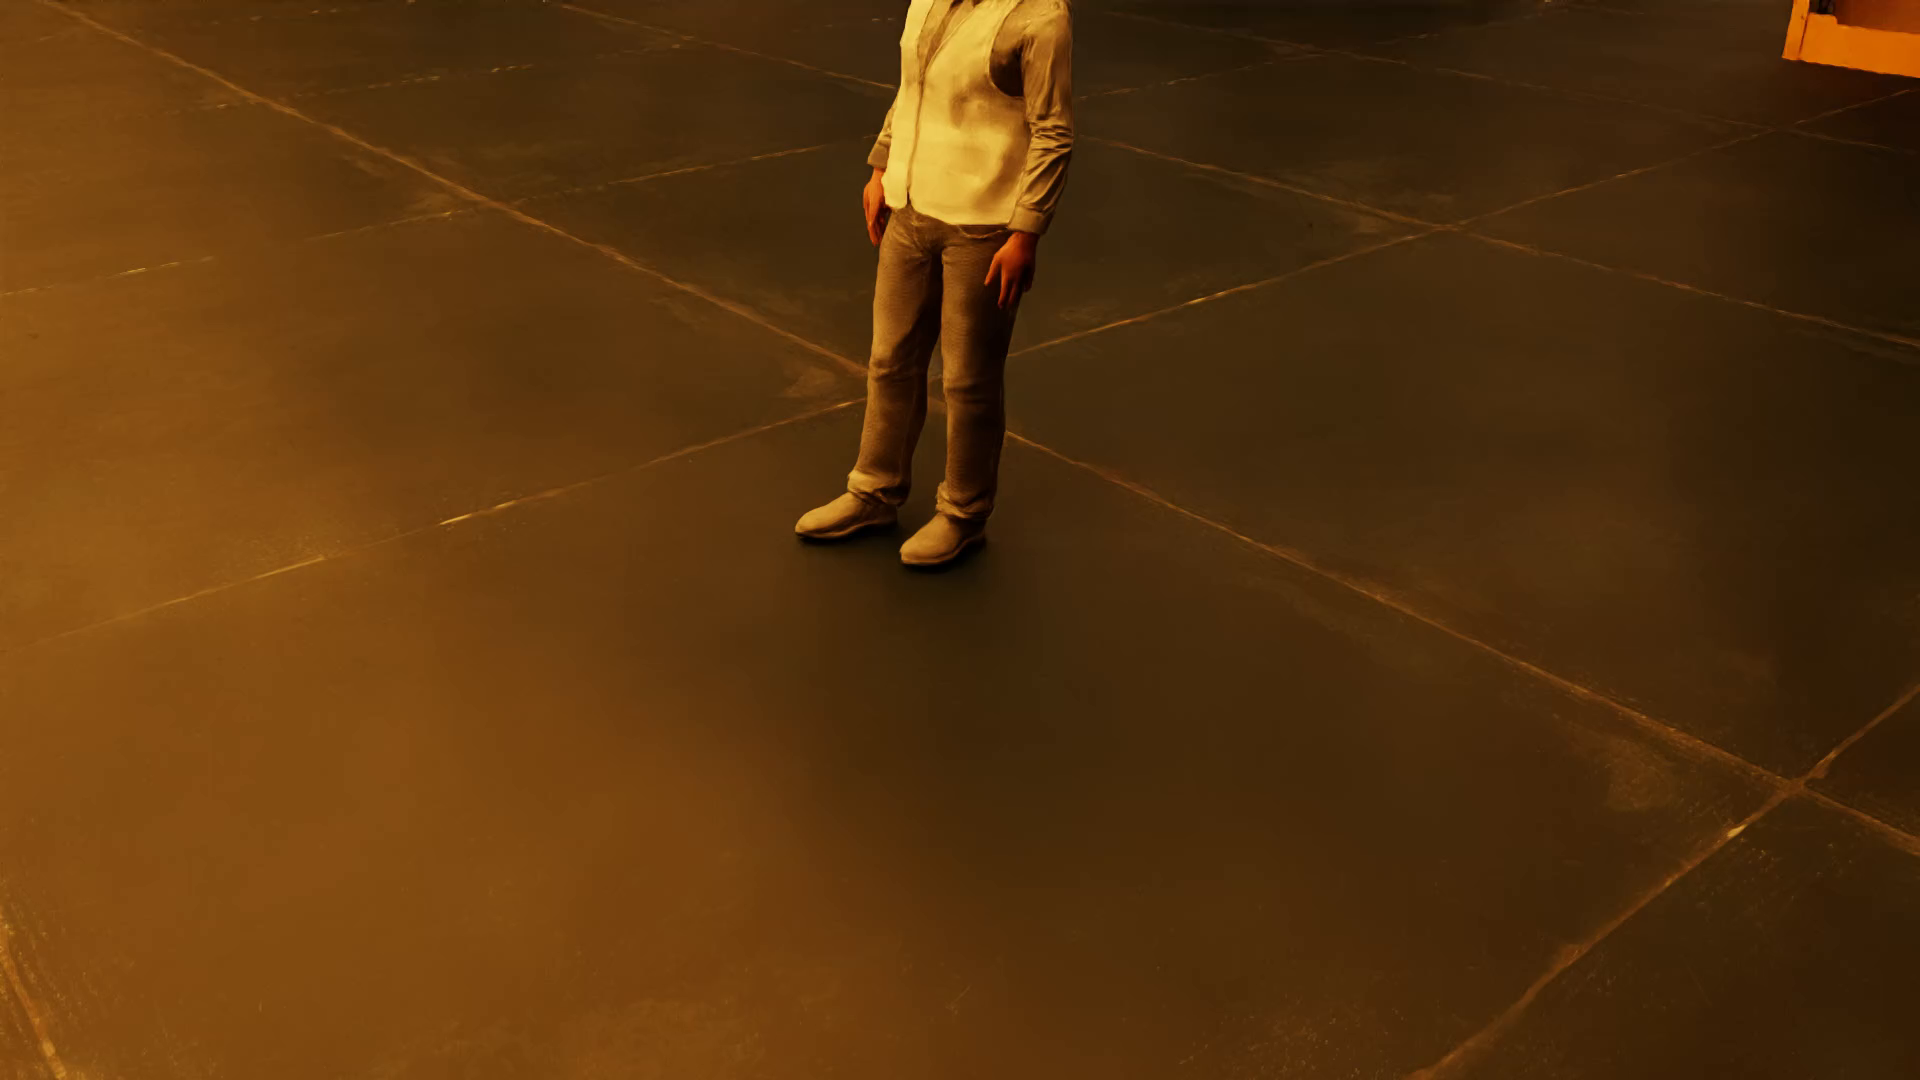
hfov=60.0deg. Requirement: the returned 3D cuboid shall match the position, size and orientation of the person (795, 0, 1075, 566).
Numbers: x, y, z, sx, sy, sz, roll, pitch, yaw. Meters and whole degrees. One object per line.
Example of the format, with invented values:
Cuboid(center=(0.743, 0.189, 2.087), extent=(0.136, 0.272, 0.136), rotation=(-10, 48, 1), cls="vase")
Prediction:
Cuboid(center=(-0.053, -0.786, 4.073), extent=(0.567, 1.773, 0.632), rotation=(-20, 33, -35), cls="person")
